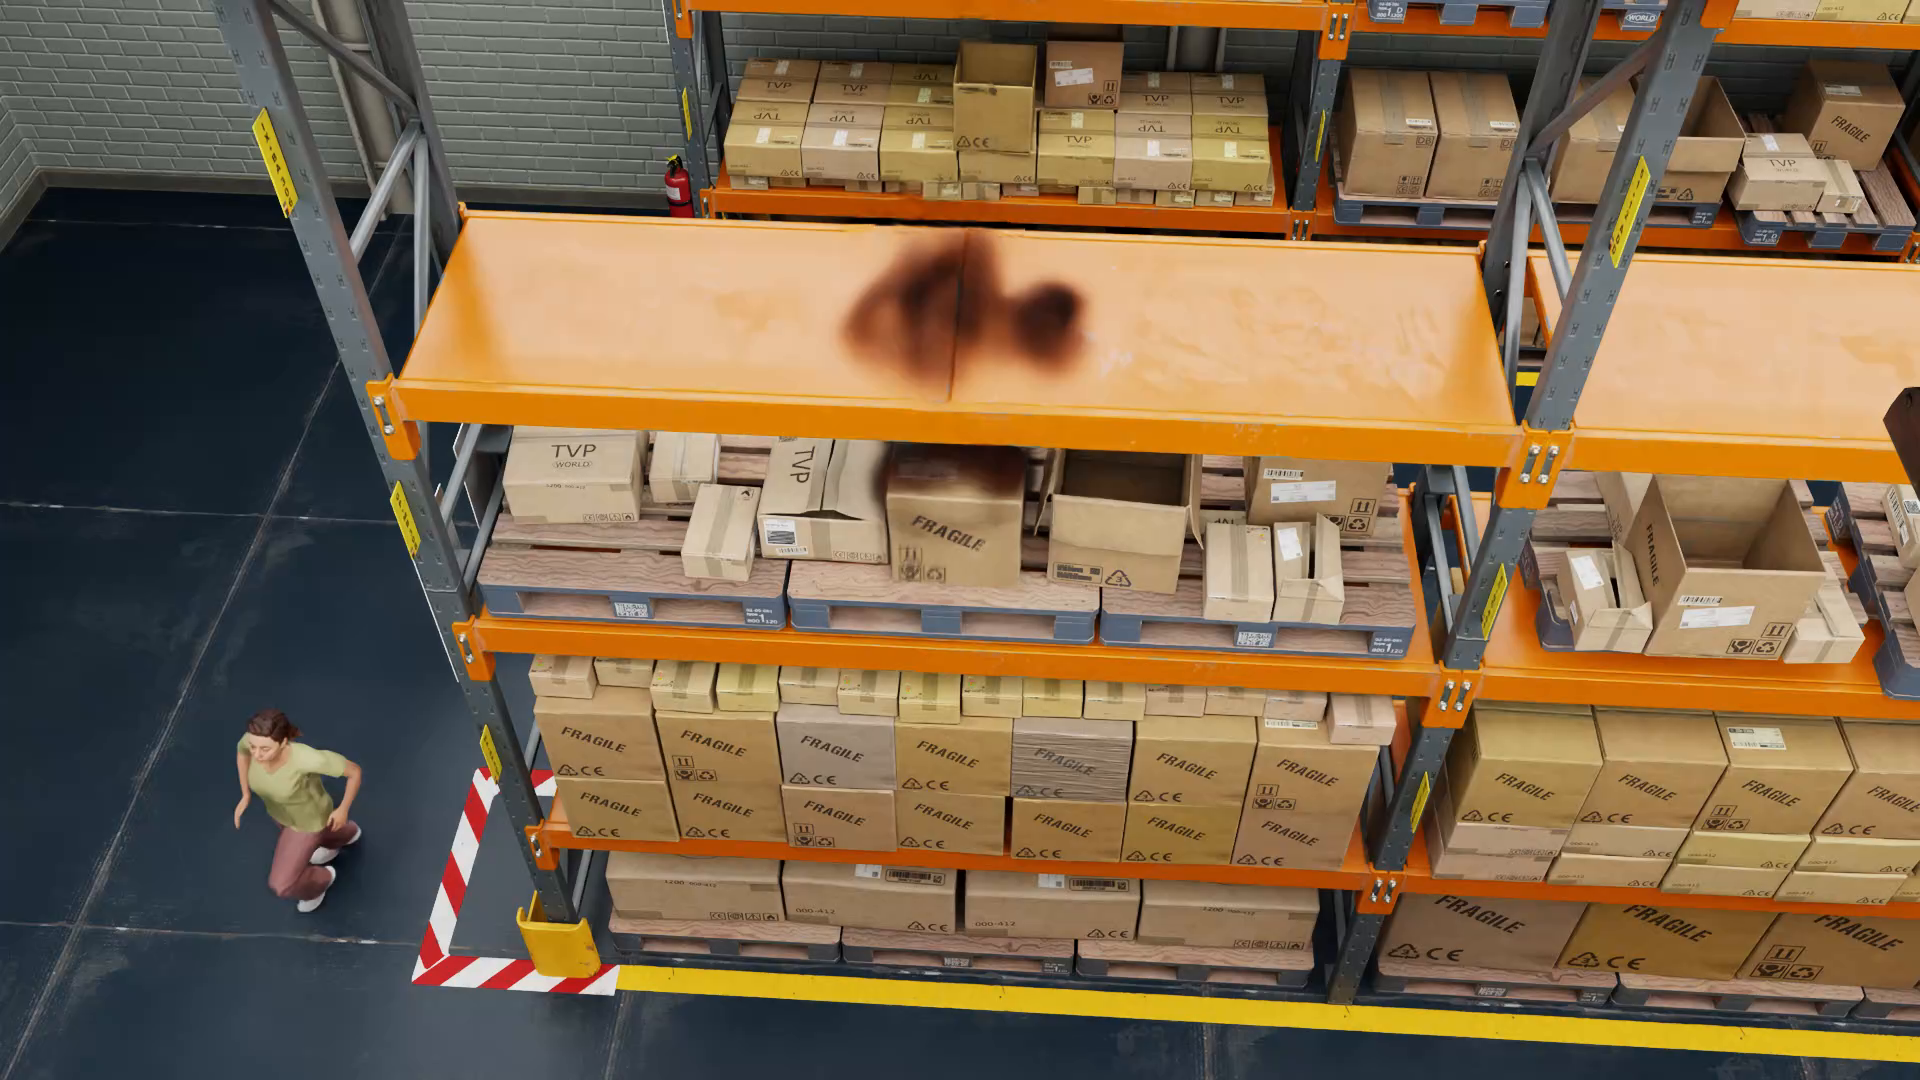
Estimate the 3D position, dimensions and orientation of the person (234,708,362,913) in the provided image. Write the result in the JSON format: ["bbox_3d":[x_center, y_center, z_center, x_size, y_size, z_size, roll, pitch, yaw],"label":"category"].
[{"bbox_3d":[-3.318,1.380,8.394,0.636,1.654,0.659,24,52,20],"label":"person"}]
